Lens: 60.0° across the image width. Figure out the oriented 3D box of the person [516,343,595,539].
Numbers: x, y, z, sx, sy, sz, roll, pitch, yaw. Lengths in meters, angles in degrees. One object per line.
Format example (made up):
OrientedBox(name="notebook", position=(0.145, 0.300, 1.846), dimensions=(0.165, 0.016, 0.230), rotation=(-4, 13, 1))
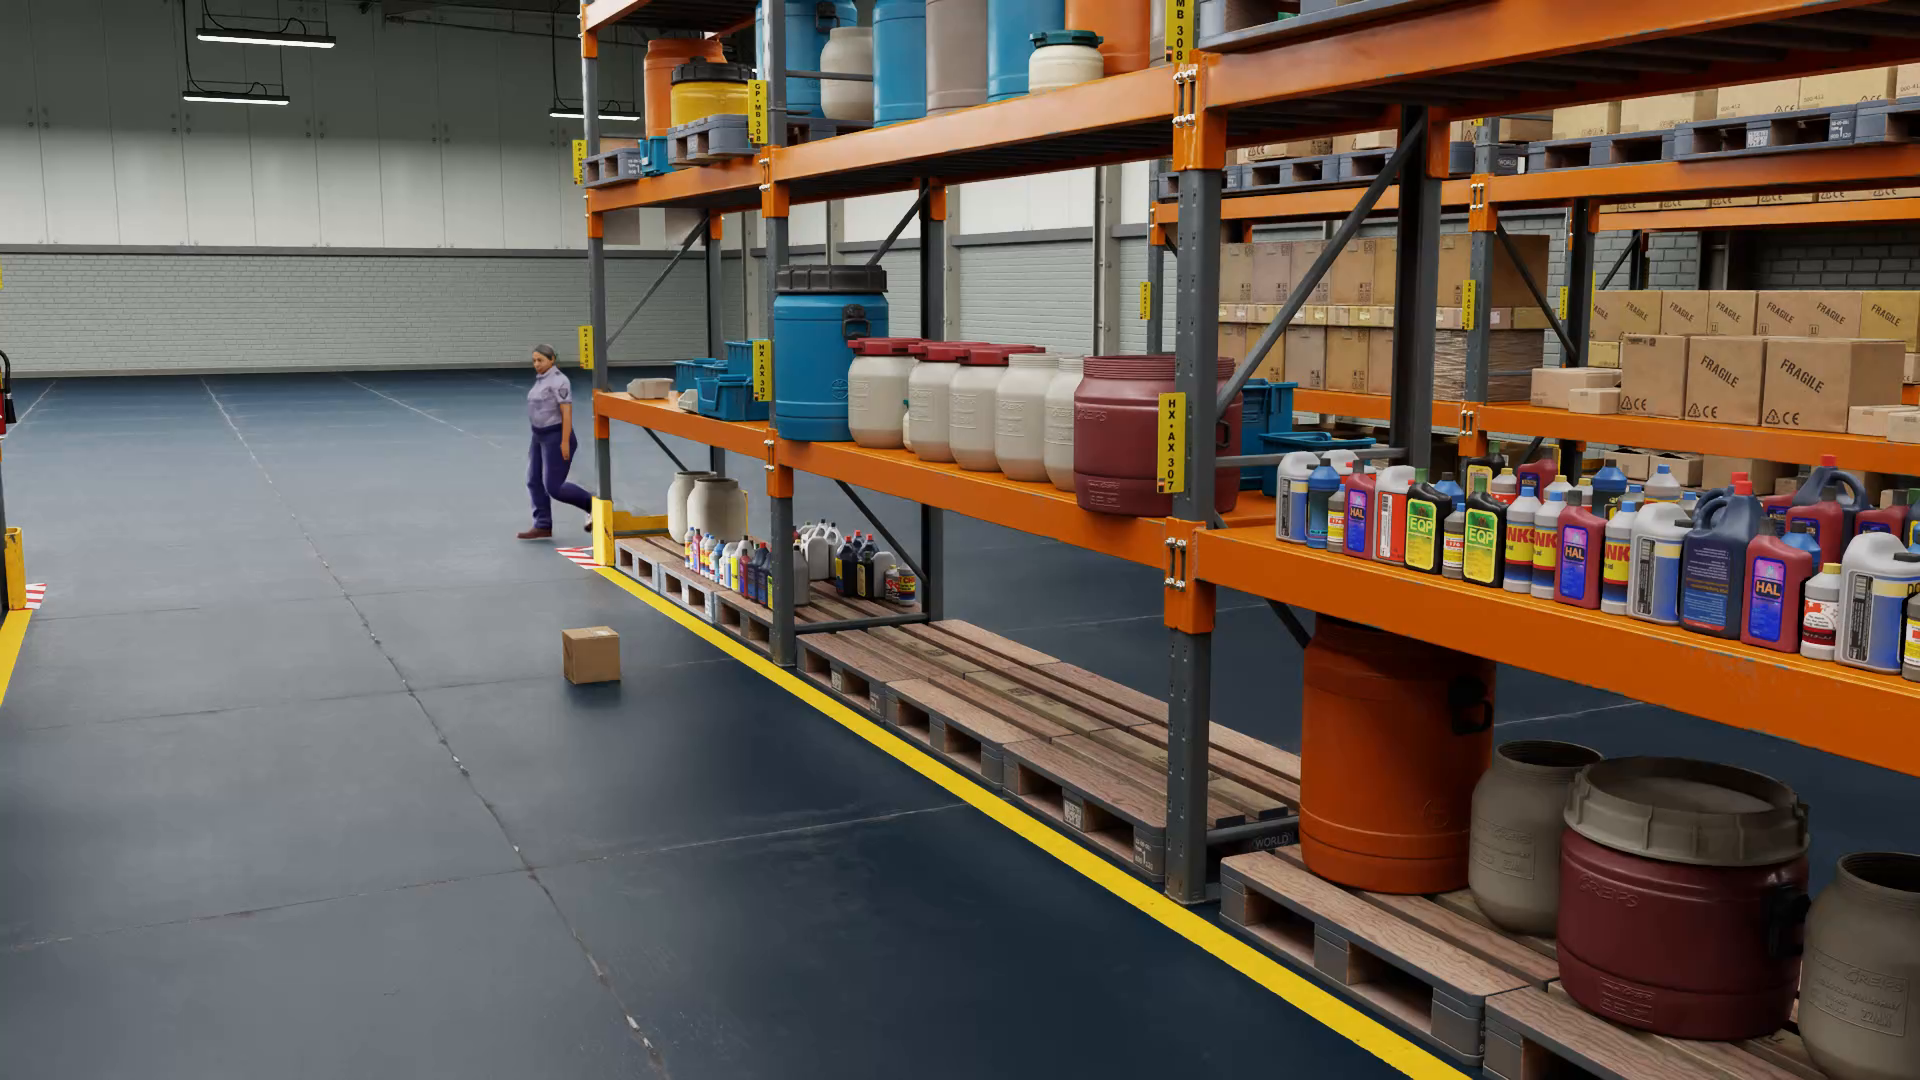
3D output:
OrientedBox(name="person", position=(-3.324, -0.814, 13.780), dimensions=(0.691, 1.602, 0.563), rotation=(-6, 11, -36))
